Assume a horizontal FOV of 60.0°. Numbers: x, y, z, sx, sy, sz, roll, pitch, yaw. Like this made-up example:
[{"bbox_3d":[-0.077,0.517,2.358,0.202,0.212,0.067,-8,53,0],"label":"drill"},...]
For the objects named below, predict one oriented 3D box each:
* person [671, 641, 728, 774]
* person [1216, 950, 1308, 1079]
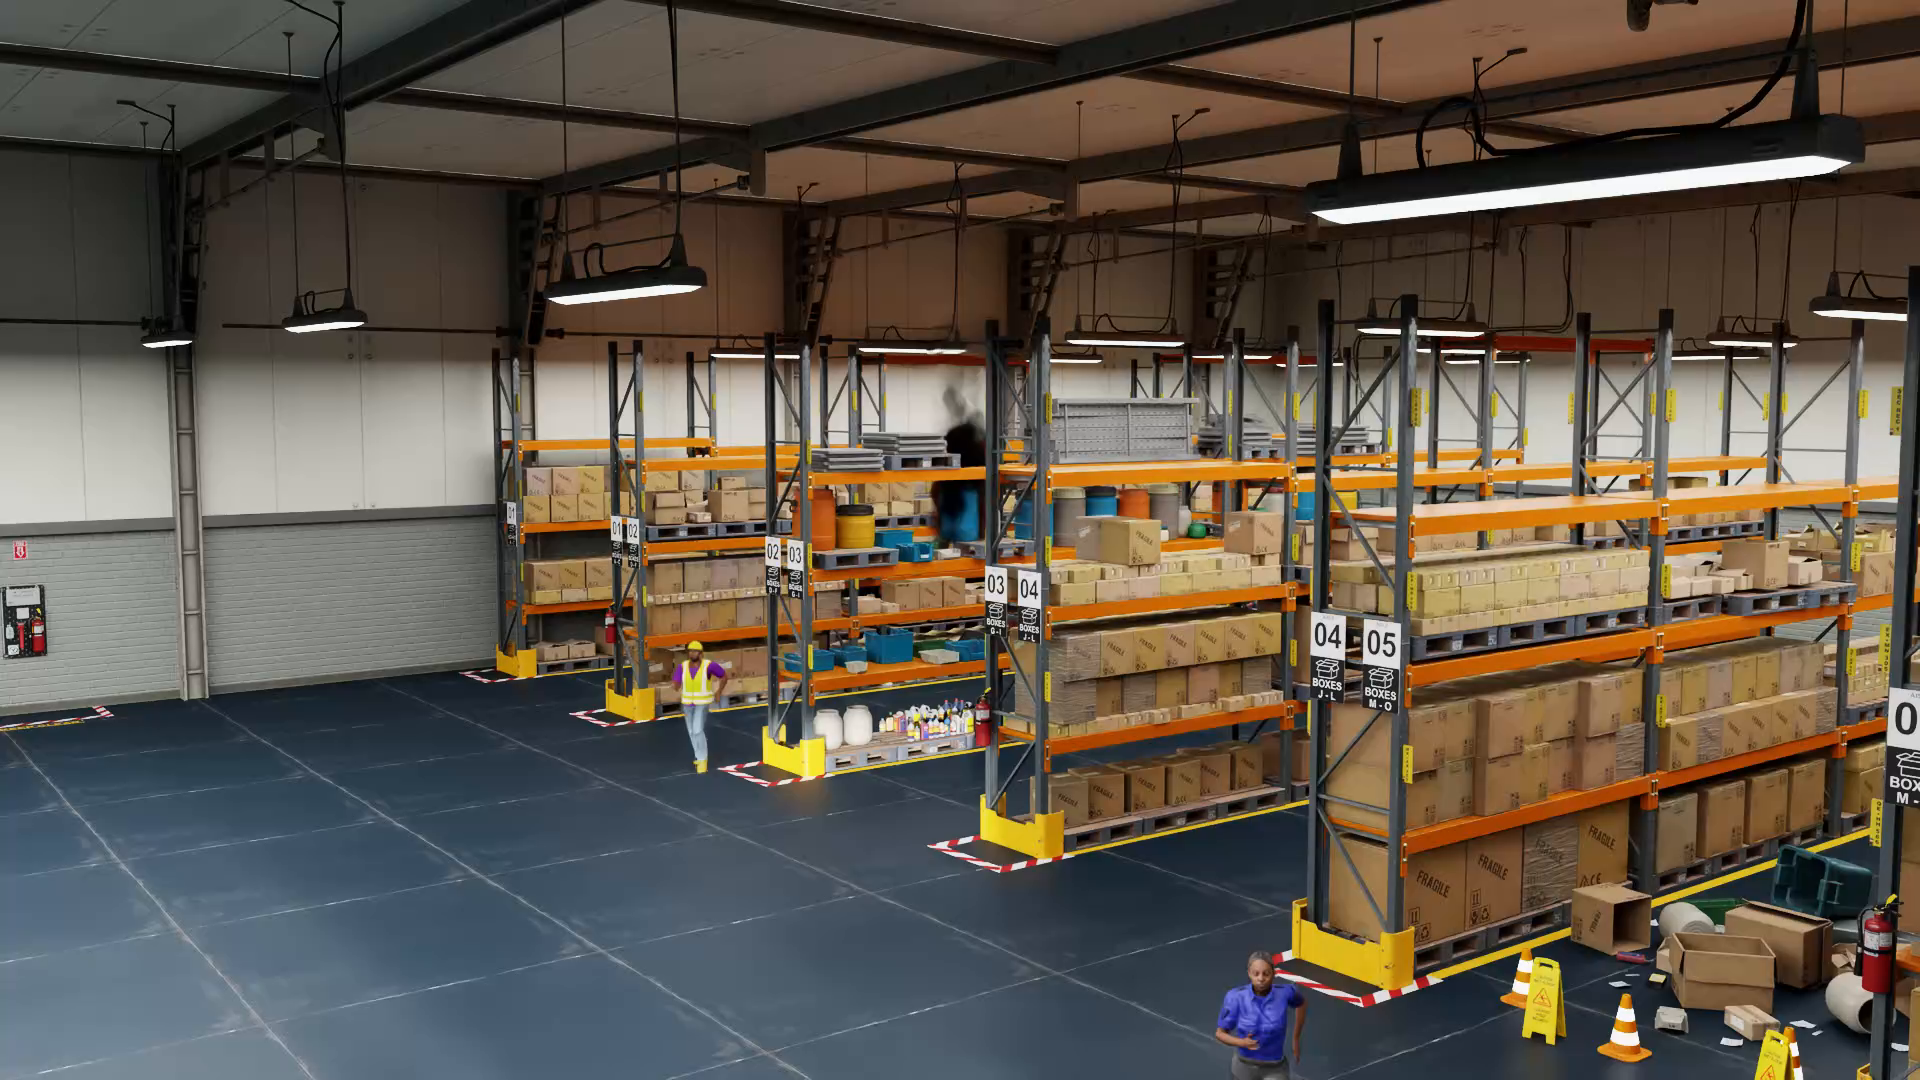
[{"bbox_3d":[-3.626,2.291,22.829,0.715,1.818,0.711,1,5,15],"label":"person"},{"bbox_3d":[1.919,3.436,10.606,0.562,1.718,0.845,1,5,13],"label":"person"}]
